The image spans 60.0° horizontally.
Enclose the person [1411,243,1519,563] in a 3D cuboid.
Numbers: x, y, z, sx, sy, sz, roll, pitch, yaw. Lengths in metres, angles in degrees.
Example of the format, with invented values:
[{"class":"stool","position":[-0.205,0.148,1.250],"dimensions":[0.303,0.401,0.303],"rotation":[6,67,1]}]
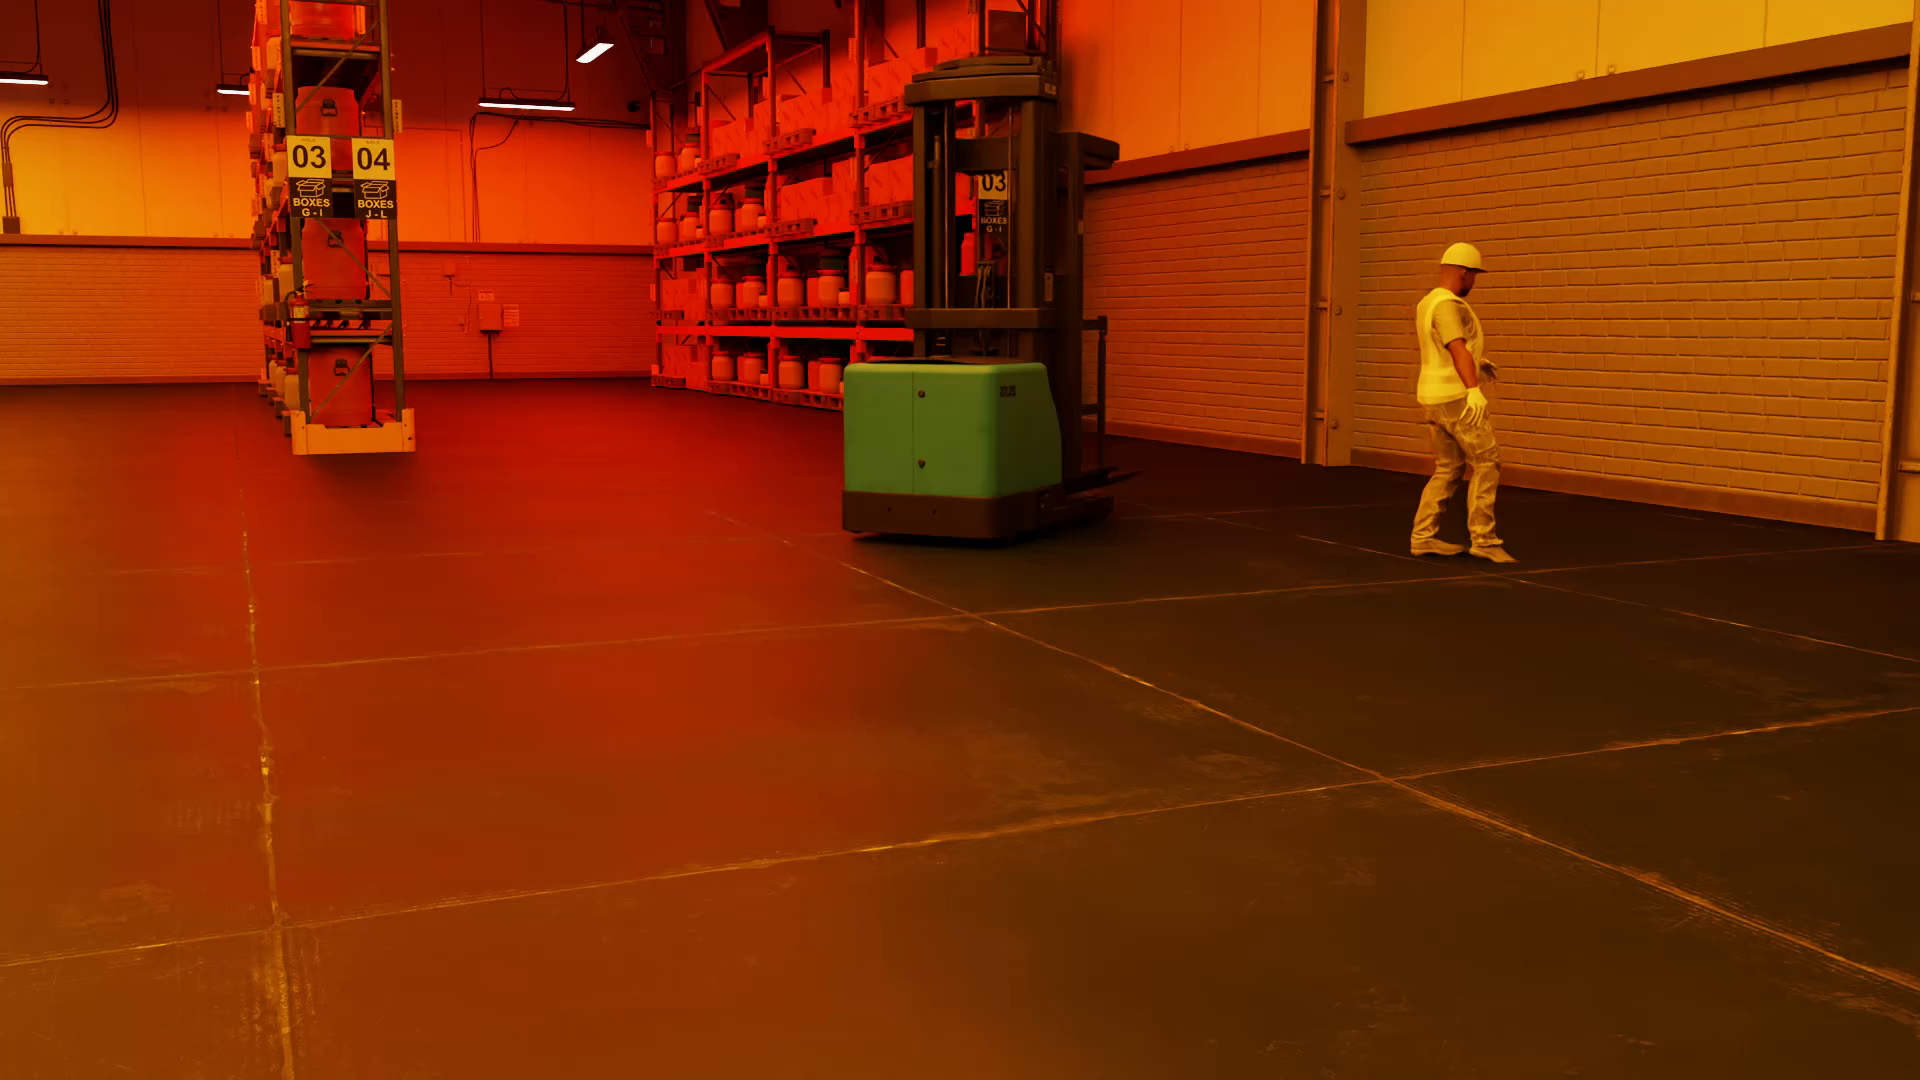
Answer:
[{"class":"person","position":[2.857,-0.748,9.300],"dimensions":[0.583,1.807,1.026],"rotation":[1,8,6]}]

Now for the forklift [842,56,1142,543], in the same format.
[{"class":"forklift","position":[0.385,-1.590,11.002],"dimensions":[1.130,2.935,3.031],"rotation":[4,8,26]}]
